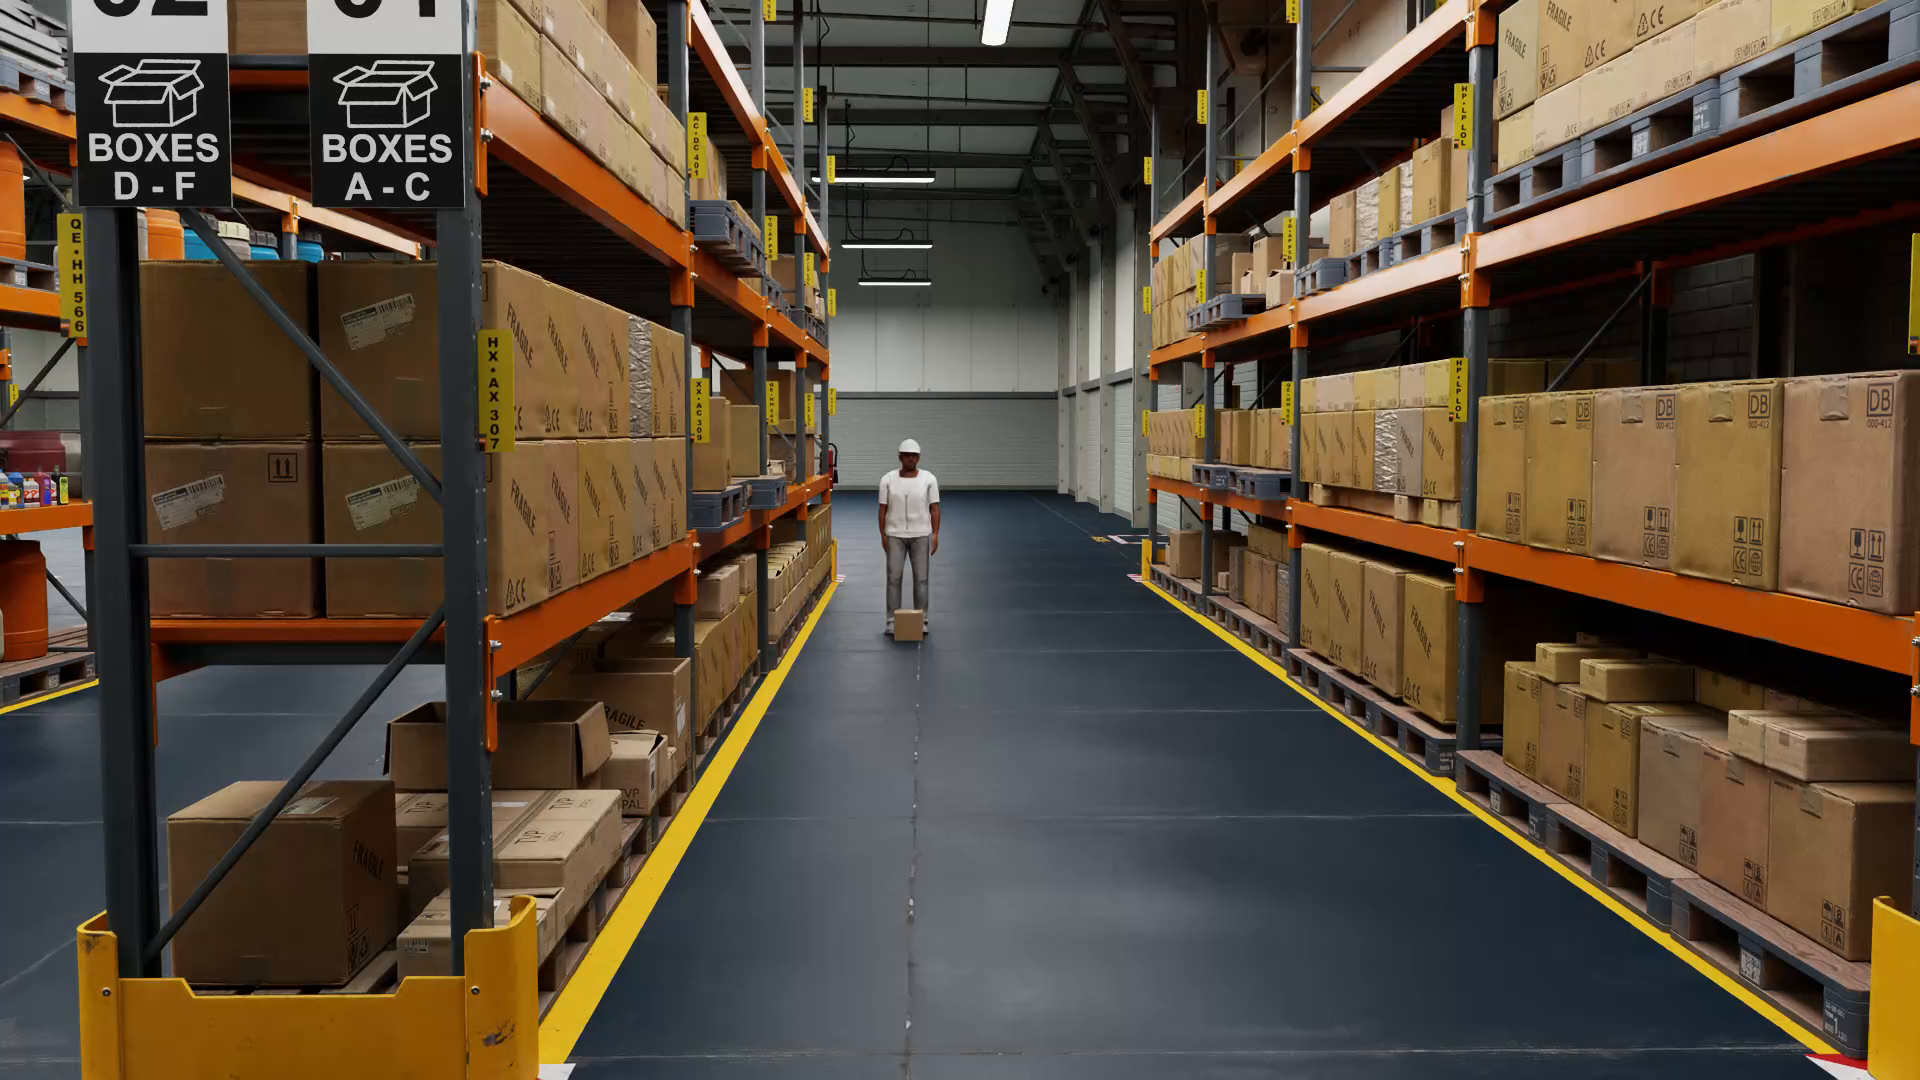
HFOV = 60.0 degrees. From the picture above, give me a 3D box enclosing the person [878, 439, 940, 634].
[{"bbox_3d":[-0.462,-0.033,15.095,0.563,1.761,0.363,0,4,0],"label":"person"}]
